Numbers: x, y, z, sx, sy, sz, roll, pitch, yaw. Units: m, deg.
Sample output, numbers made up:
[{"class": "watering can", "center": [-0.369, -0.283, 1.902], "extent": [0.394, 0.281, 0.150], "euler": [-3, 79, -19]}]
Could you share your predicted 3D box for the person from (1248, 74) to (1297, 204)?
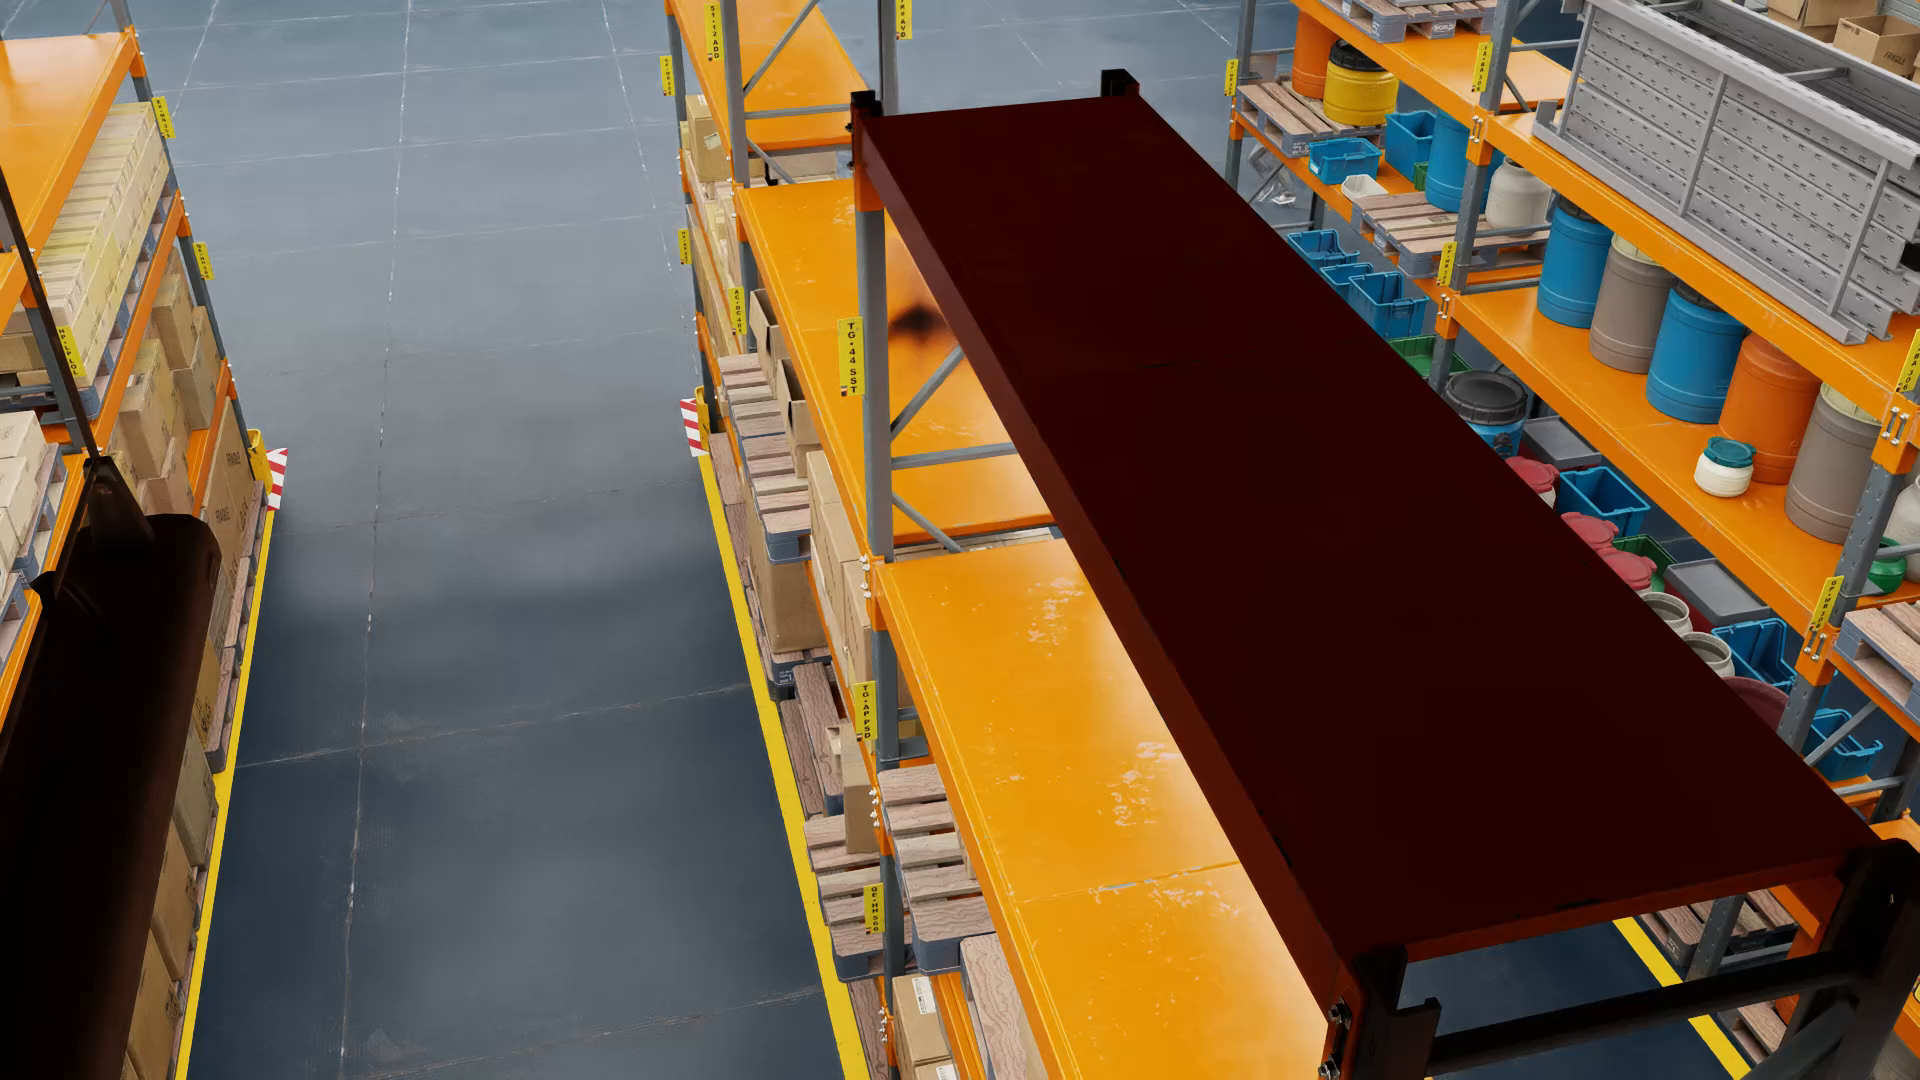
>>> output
[{"class": "person", "center": [3.687, -4.692, 19.525], "extent": [0.672, 1.604, 0.504], "euler": [2, 34, 2]}]
